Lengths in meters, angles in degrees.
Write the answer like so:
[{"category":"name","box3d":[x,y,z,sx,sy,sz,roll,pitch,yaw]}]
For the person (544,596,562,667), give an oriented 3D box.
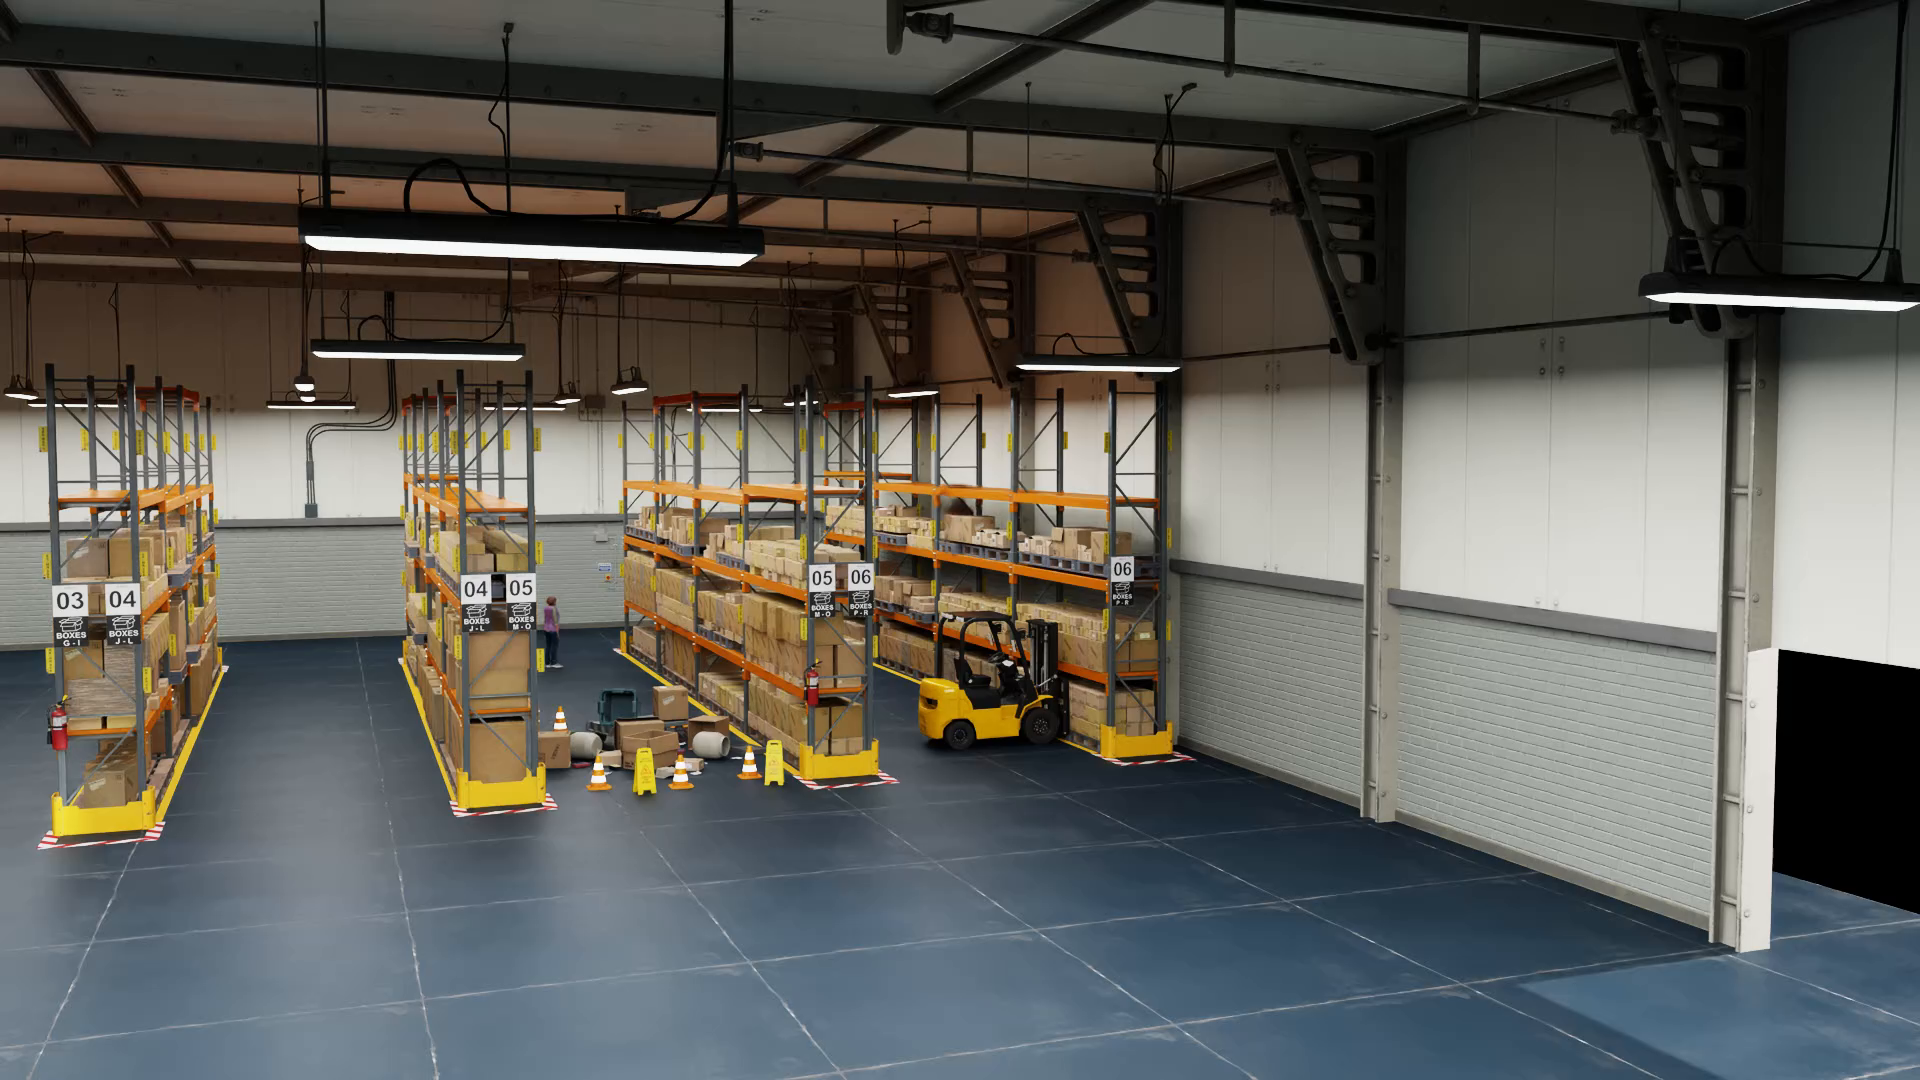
[{"category":"person","box3d":[-9.048,2.034,36.929,0.472,1.600,0.332,3,4,39]}]
